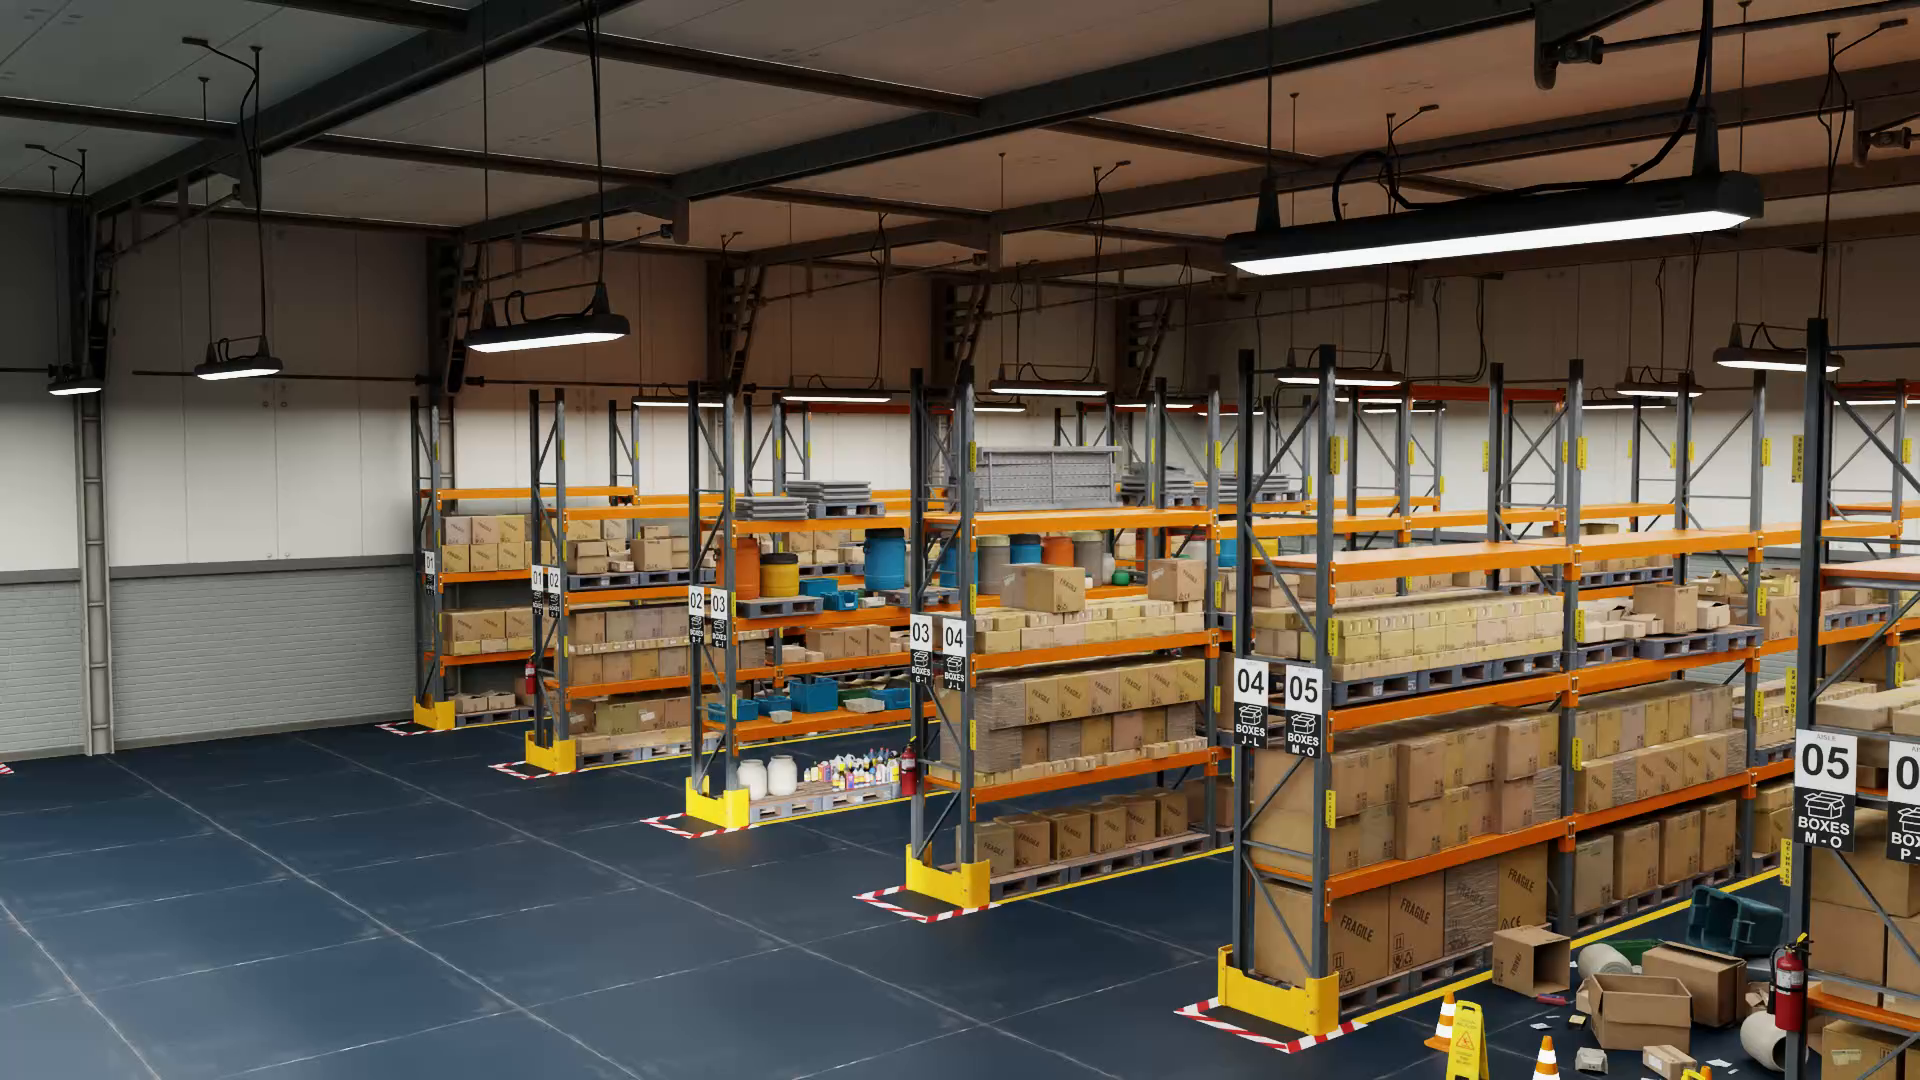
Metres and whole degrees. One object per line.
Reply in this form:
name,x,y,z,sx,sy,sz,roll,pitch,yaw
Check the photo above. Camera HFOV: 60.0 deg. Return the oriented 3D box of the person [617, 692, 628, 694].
person,-6.062,2.544,30.107,0.699,1.702,0.588,1,4,23
